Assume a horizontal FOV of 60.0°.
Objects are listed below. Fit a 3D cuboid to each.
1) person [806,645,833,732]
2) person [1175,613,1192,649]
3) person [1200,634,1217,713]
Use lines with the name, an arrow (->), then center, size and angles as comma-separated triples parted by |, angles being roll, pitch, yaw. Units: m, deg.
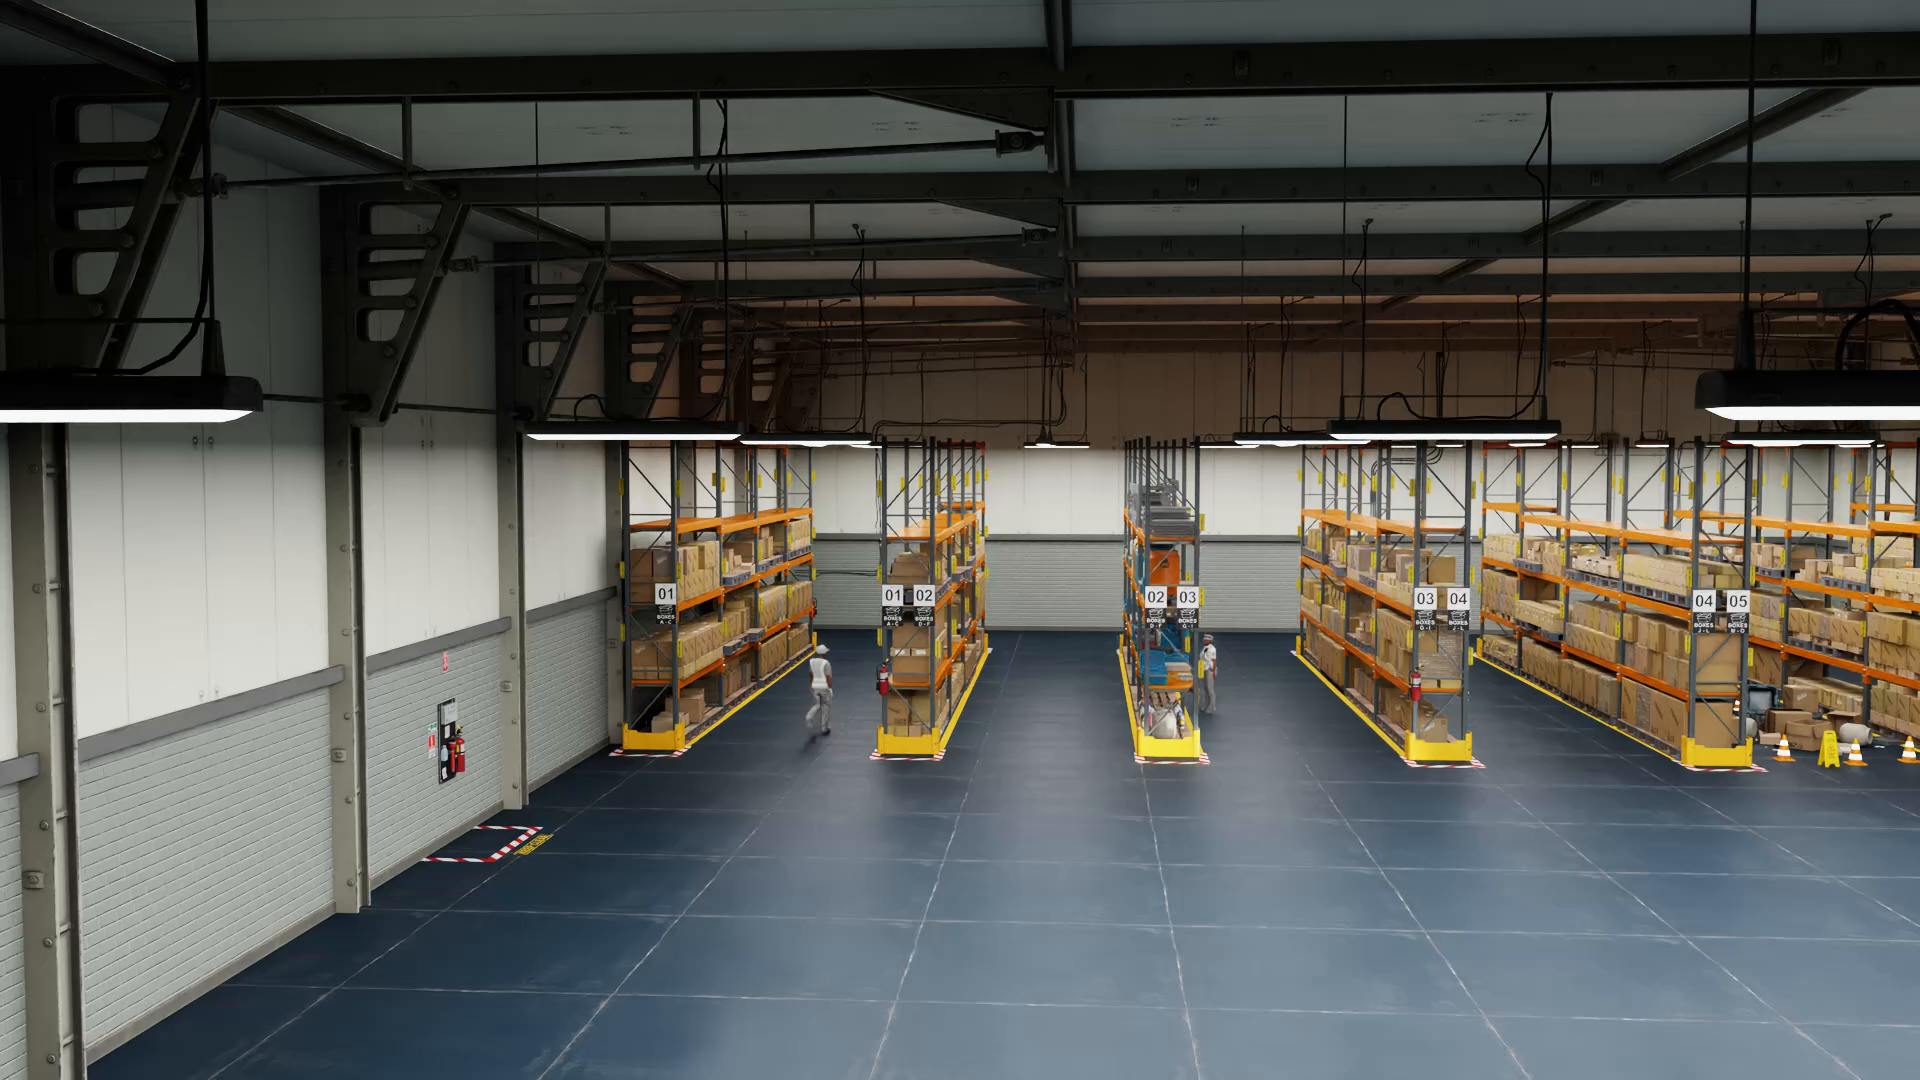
person -> -2.846, 3.015, 33.782 | 0.566, 1.777, 0.669 | 2, 4, 37
person -> 6.486, 2.255, 48.094 | 0.569, 1.797, 0.398 | 1, 3, 14
person -> 5.462, 2.935, 36.626 | 0.370, 1.706, 0.583 | -1, 3, -15
